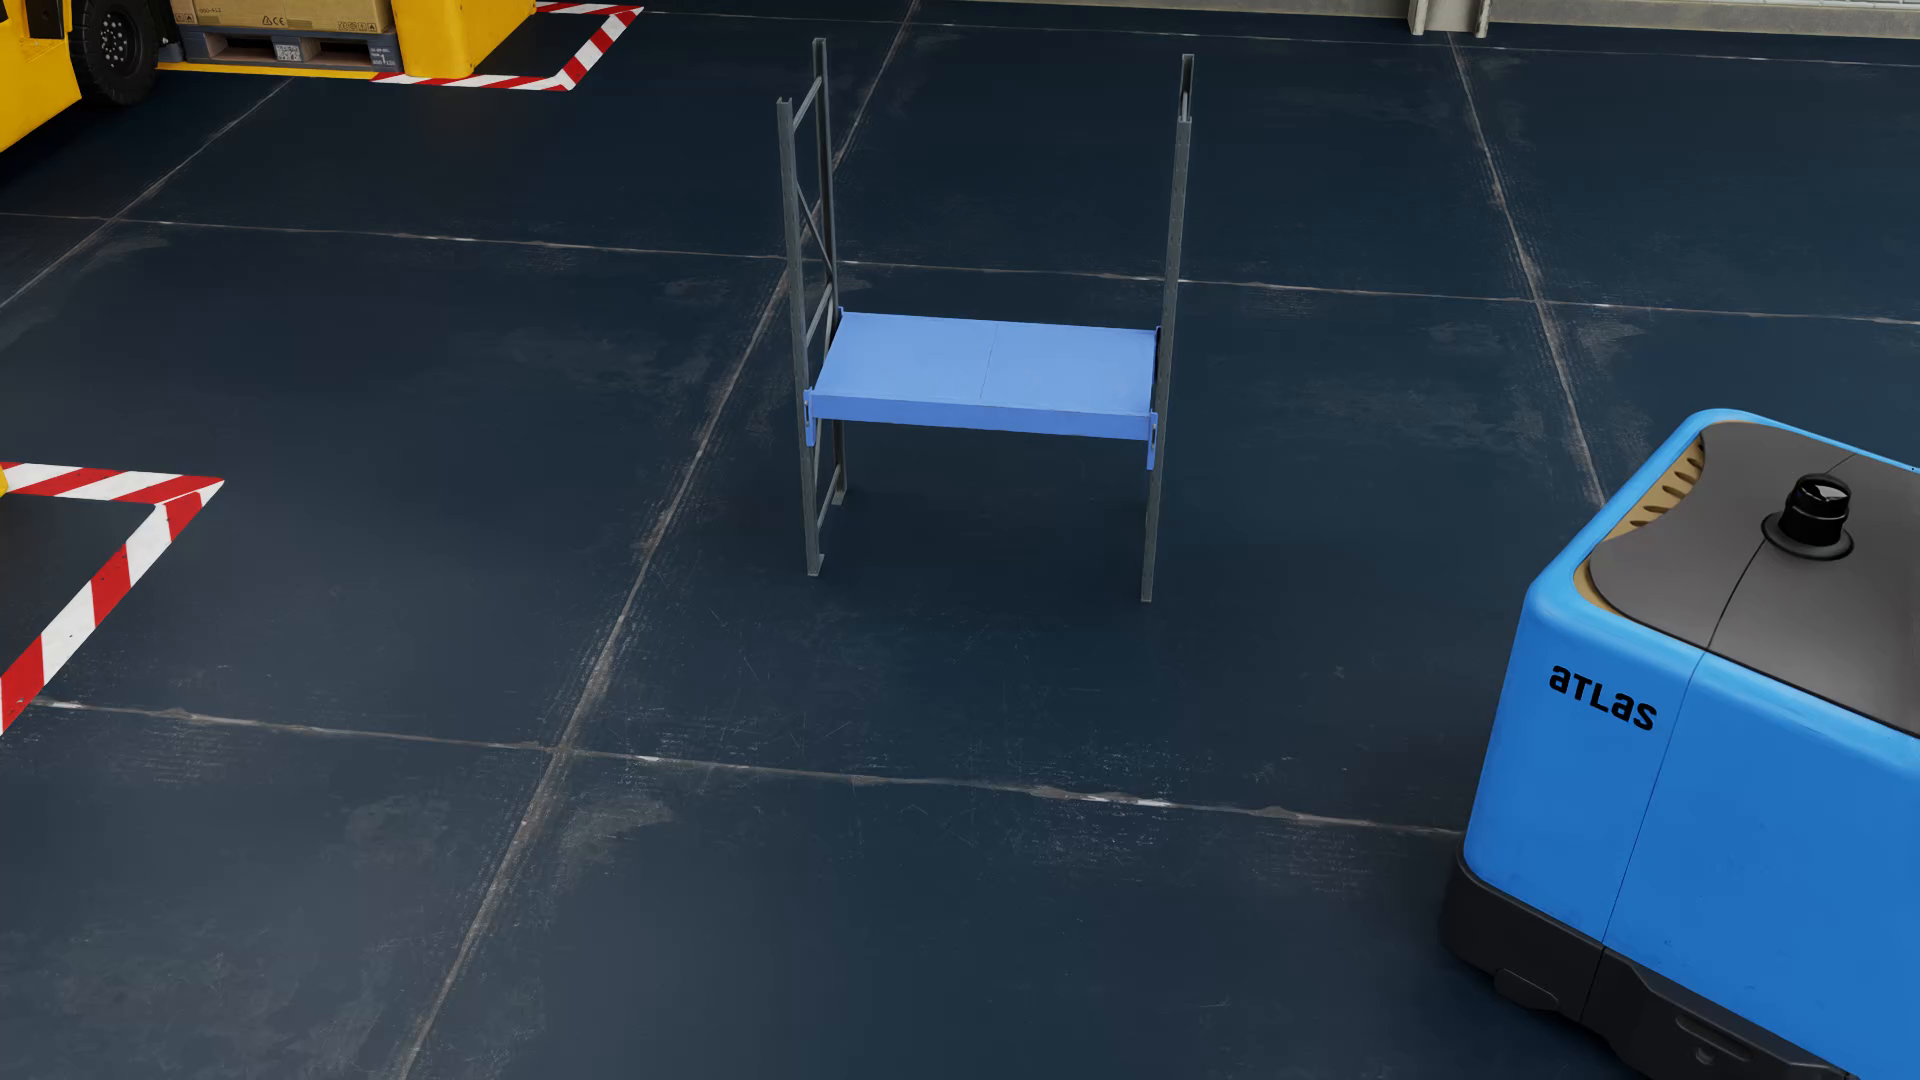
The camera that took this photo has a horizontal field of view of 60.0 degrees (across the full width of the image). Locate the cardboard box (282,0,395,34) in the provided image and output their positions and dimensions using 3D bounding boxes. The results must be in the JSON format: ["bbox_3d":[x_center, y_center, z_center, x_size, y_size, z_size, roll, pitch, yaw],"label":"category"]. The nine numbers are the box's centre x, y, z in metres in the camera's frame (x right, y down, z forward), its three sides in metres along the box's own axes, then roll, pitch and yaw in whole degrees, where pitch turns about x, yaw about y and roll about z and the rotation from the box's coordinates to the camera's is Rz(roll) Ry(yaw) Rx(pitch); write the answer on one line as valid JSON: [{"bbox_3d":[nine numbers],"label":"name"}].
[{"bbox_3d":[-3.179,-2.851,8.668,0.500,0.250,0.500,5,36,6],"label":"cardboard box"}]

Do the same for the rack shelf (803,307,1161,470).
[{"bbox_3d":[0.085,-0.458,4.910,1.000,0.185,0.538,4,36,6],"label":"rack shelf"}]

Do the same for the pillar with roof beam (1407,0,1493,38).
[{"bbox_3d":[2.154,-4.035,3.157,0.400,9.000,9.100,4,36,6],"label":"pillar with roof beam"}]

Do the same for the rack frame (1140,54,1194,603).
[{"bbox_3d":[0.589,-0.567,4.753,0.032,1.500,0.500,4,36,6],"label":"rack frame"}]

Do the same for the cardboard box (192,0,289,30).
[{"bbox_3d":[-3.671,-2.893,8.727,0.500,0.250,0.500,4,36,6],"label":"cardboard box"}]

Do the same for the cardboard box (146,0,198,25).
[{"bbox_3d":[-4.167,-2.935,8.786,0.500,0.250,0.500,5,36,6],"label":"cardboard box"}]

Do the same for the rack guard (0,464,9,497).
[{"bbox_3d":[-3.377,-0.074,4.924,0.348,0.500,1.175,4,36,6],"label":"rack guard"}]

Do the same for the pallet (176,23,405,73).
[{"bbox_3d":[-3.437,-2.844,9.053,1.213,0.211,1.003,4,36,6],"label":"pallet"}]

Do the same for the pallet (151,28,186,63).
[{"bbox_3d":[-4.644,-2.936,9.182,1.213,0.211,1.003,4,36,6],"label":"pallet"}]

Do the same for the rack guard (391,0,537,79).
[{"bbox_3d":[-2.649,-2.927,8.921,0.348,0.500,1.175,4,36,6],"label":"rack guard"}]

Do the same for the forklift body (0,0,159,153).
[{"bbox_3d":[-4.786,-2.690,7.168,1.214,2.155,2.313,4,36,6],"label":"forklift body"}]

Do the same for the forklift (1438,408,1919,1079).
[{"bbox_3d":[2.561,0.118,2.561,3.031,2.935,1.130,26,43,32],"label":"forklift"}]

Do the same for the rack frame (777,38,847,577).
[{"bbox_3d":[-0.420,-0.642,4.858,0.032,1.500,0.500,4,36,6],"label":"rack frame"}]

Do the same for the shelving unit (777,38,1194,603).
[{"bbox_3d":[0.085,-0.604,4.805,1.048,1.500,0.538,4,36,6],"label":"shelving unit"}]
